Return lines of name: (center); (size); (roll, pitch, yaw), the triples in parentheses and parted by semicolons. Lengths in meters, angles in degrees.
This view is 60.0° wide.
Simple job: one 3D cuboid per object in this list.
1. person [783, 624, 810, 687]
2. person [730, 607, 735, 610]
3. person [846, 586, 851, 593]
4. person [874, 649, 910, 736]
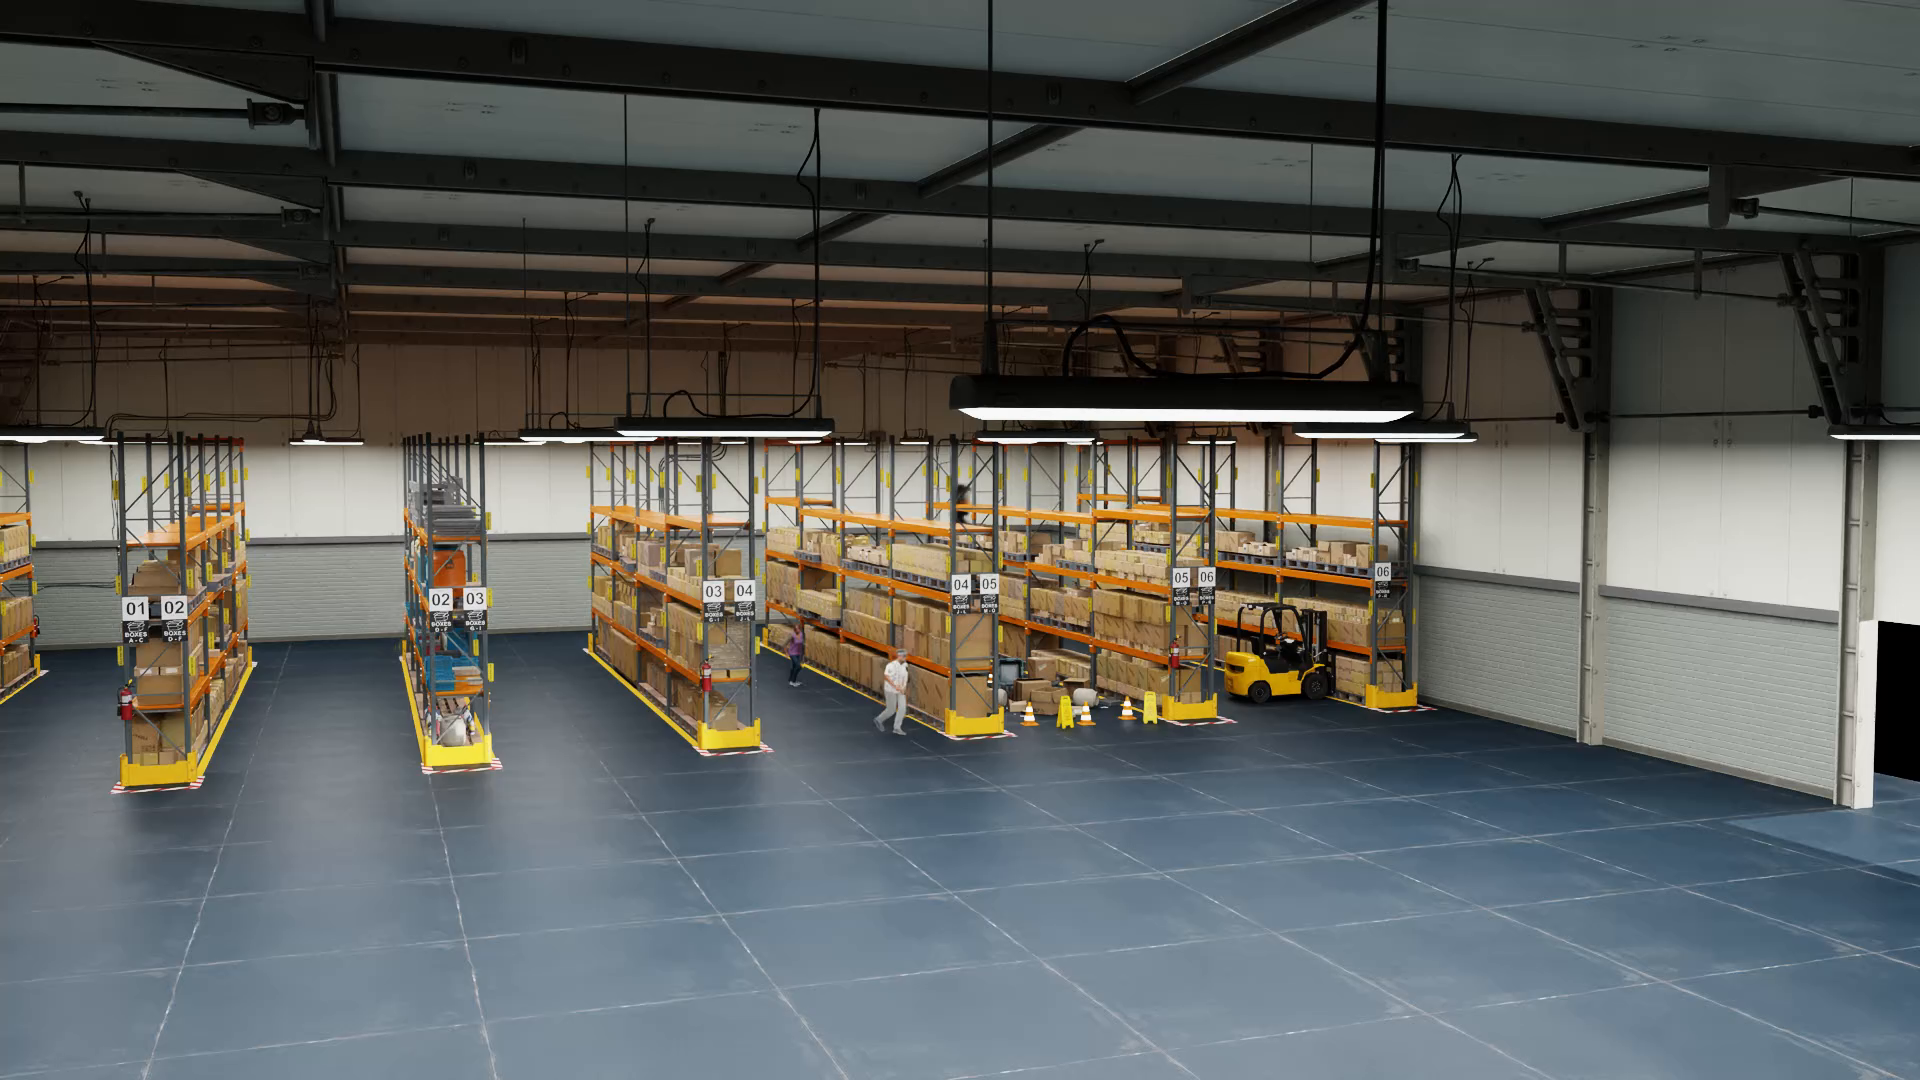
person: (-3.913, 2.772, 39.951); (0.757, 1.551, 0.555); (2, 4, 30)
person: (-6.598, 2.308, 46.968); (0.707, 1.608, 0.883); (-3, 4, -42)
person: (-3.212, 2.195, 49.113); (0.606, 1.646, 0.848); (-3, 4, -41)
person: (-1.351, 3.024, 33.362); (0.785, 1.739, 0.667); (3, 4, 42)
